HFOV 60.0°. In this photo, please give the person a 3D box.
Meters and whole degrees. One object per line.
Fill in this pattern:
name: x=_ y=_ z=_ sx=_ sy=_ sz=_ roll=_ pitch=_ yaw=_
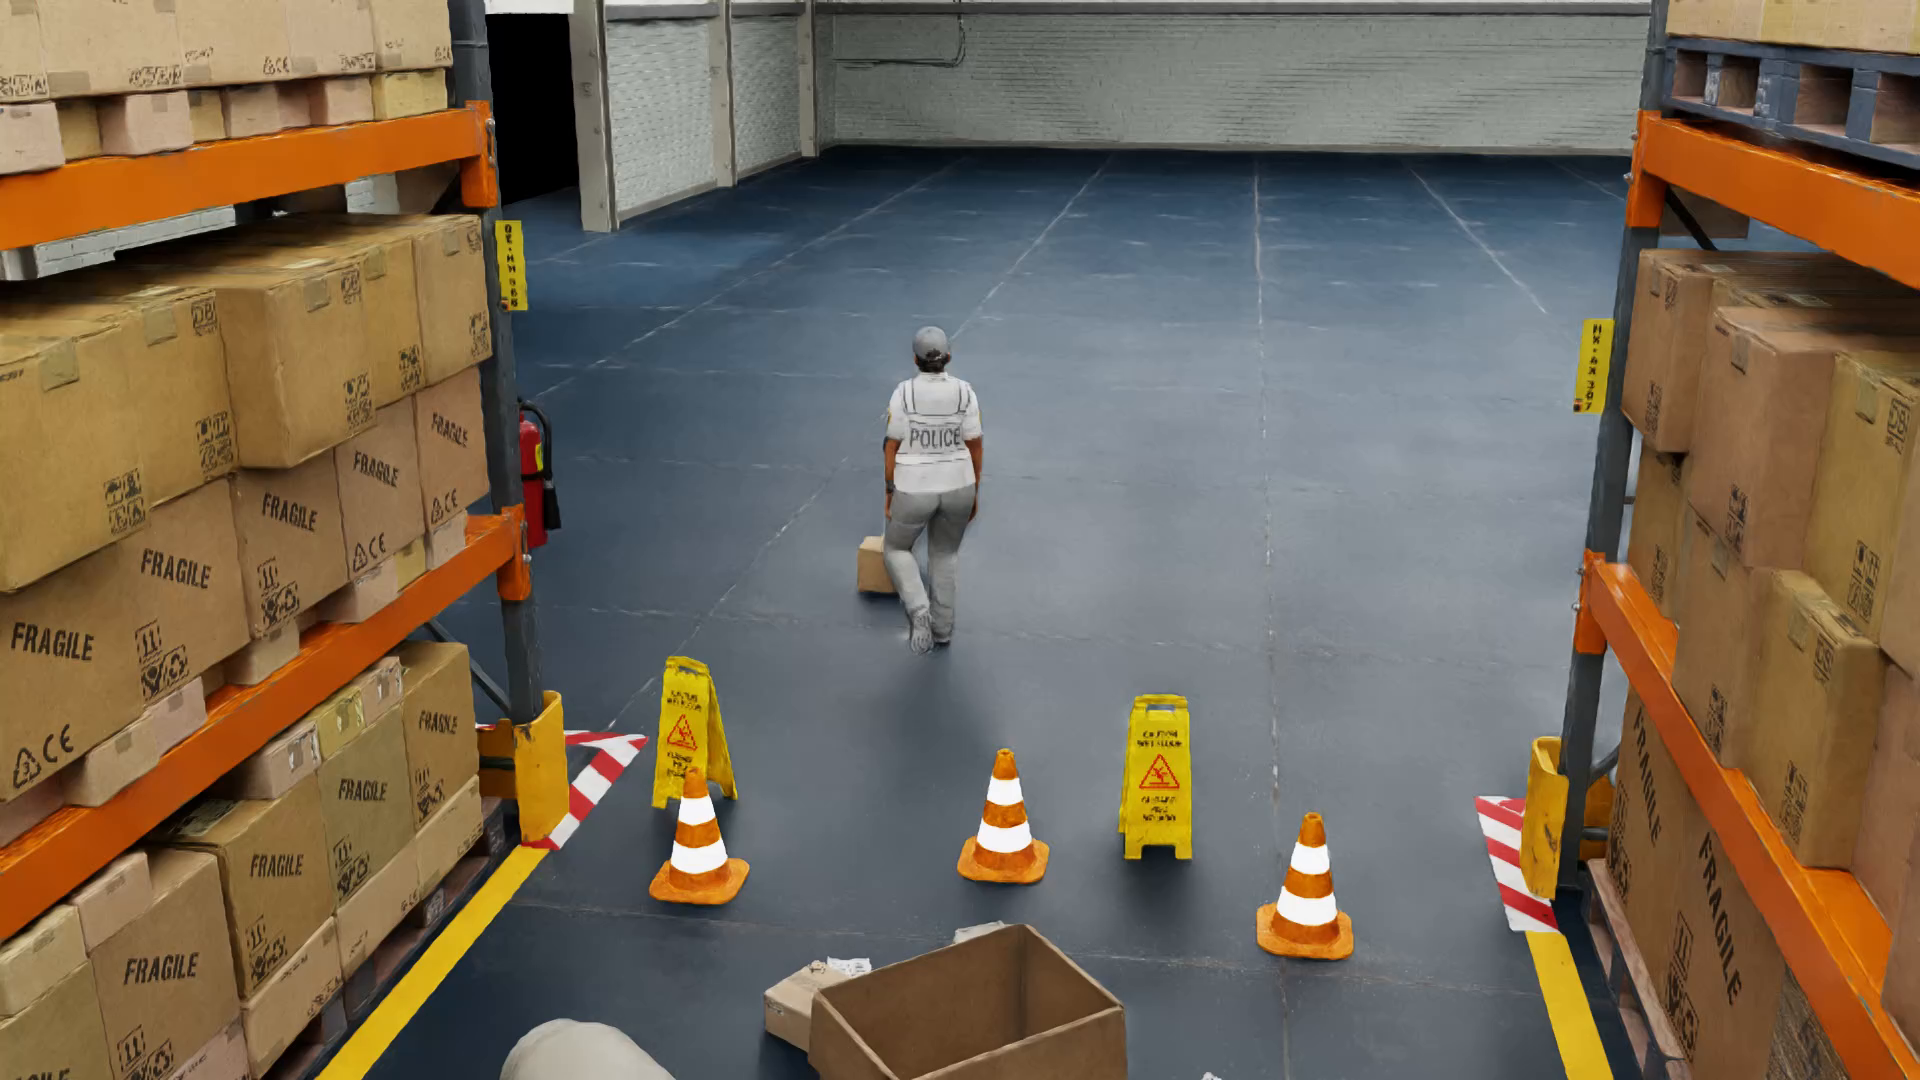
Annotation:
person: x=-0.133 y=-0.247 z=8.268 sx=0.484 sy=1.648 sz=0.591 roll=-5 pitch=19 yaw=-15
